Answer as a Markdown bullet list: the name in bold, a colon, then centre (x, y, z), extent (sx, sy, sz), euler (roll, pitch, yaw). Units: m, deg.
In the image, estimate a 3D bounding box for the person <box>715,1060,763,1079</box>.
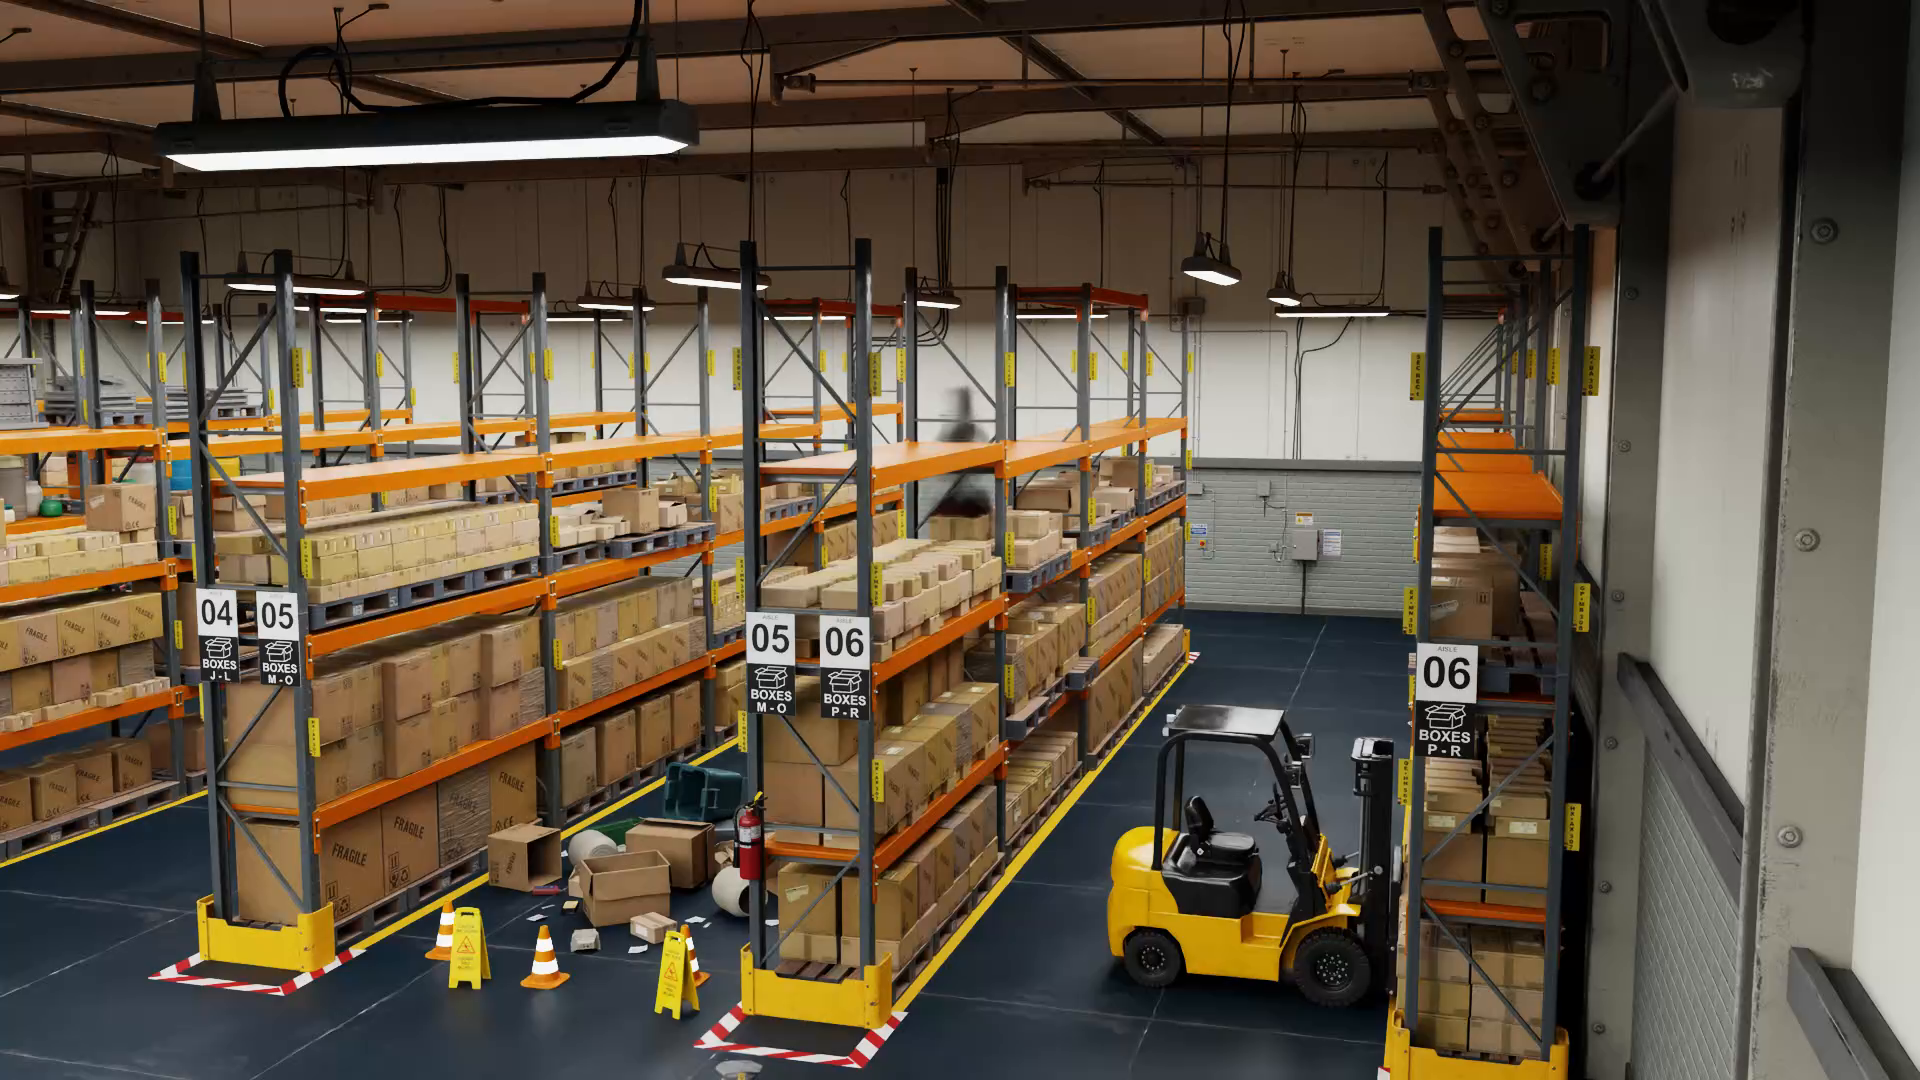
- **person**: centre (-1.108, 3.429, 8.917), extent (0.644, 1.506, 0.840), euler (0, 6, -3)
